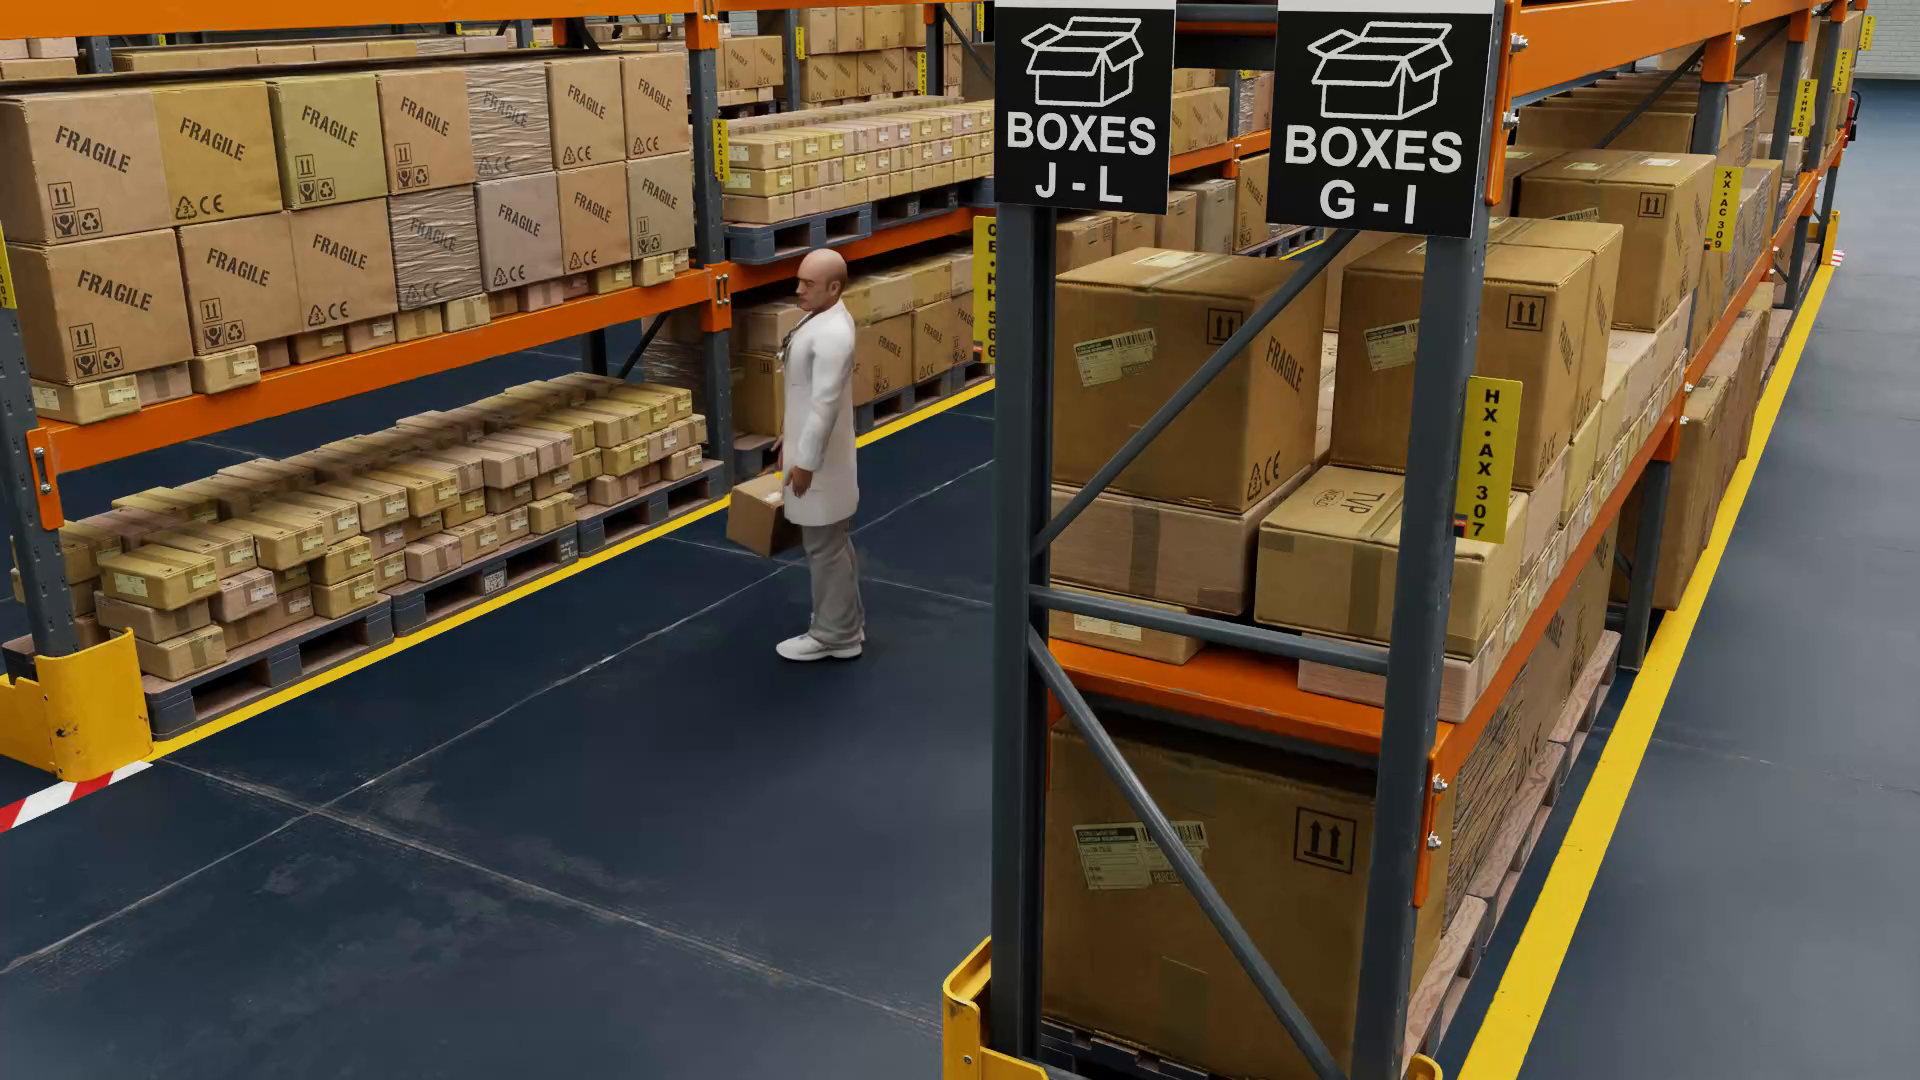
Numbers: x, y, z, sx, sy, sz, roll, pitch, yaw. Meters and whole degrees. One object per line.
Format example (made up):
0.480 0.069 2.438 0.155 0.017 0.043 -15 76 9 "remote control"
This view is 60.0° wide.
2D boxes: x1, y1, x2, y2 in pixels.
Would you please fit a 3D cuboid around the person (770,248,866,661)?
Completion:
-0.621 -0.355 7.063 0.404 1.785 0.671 0 19 -1 "person"
